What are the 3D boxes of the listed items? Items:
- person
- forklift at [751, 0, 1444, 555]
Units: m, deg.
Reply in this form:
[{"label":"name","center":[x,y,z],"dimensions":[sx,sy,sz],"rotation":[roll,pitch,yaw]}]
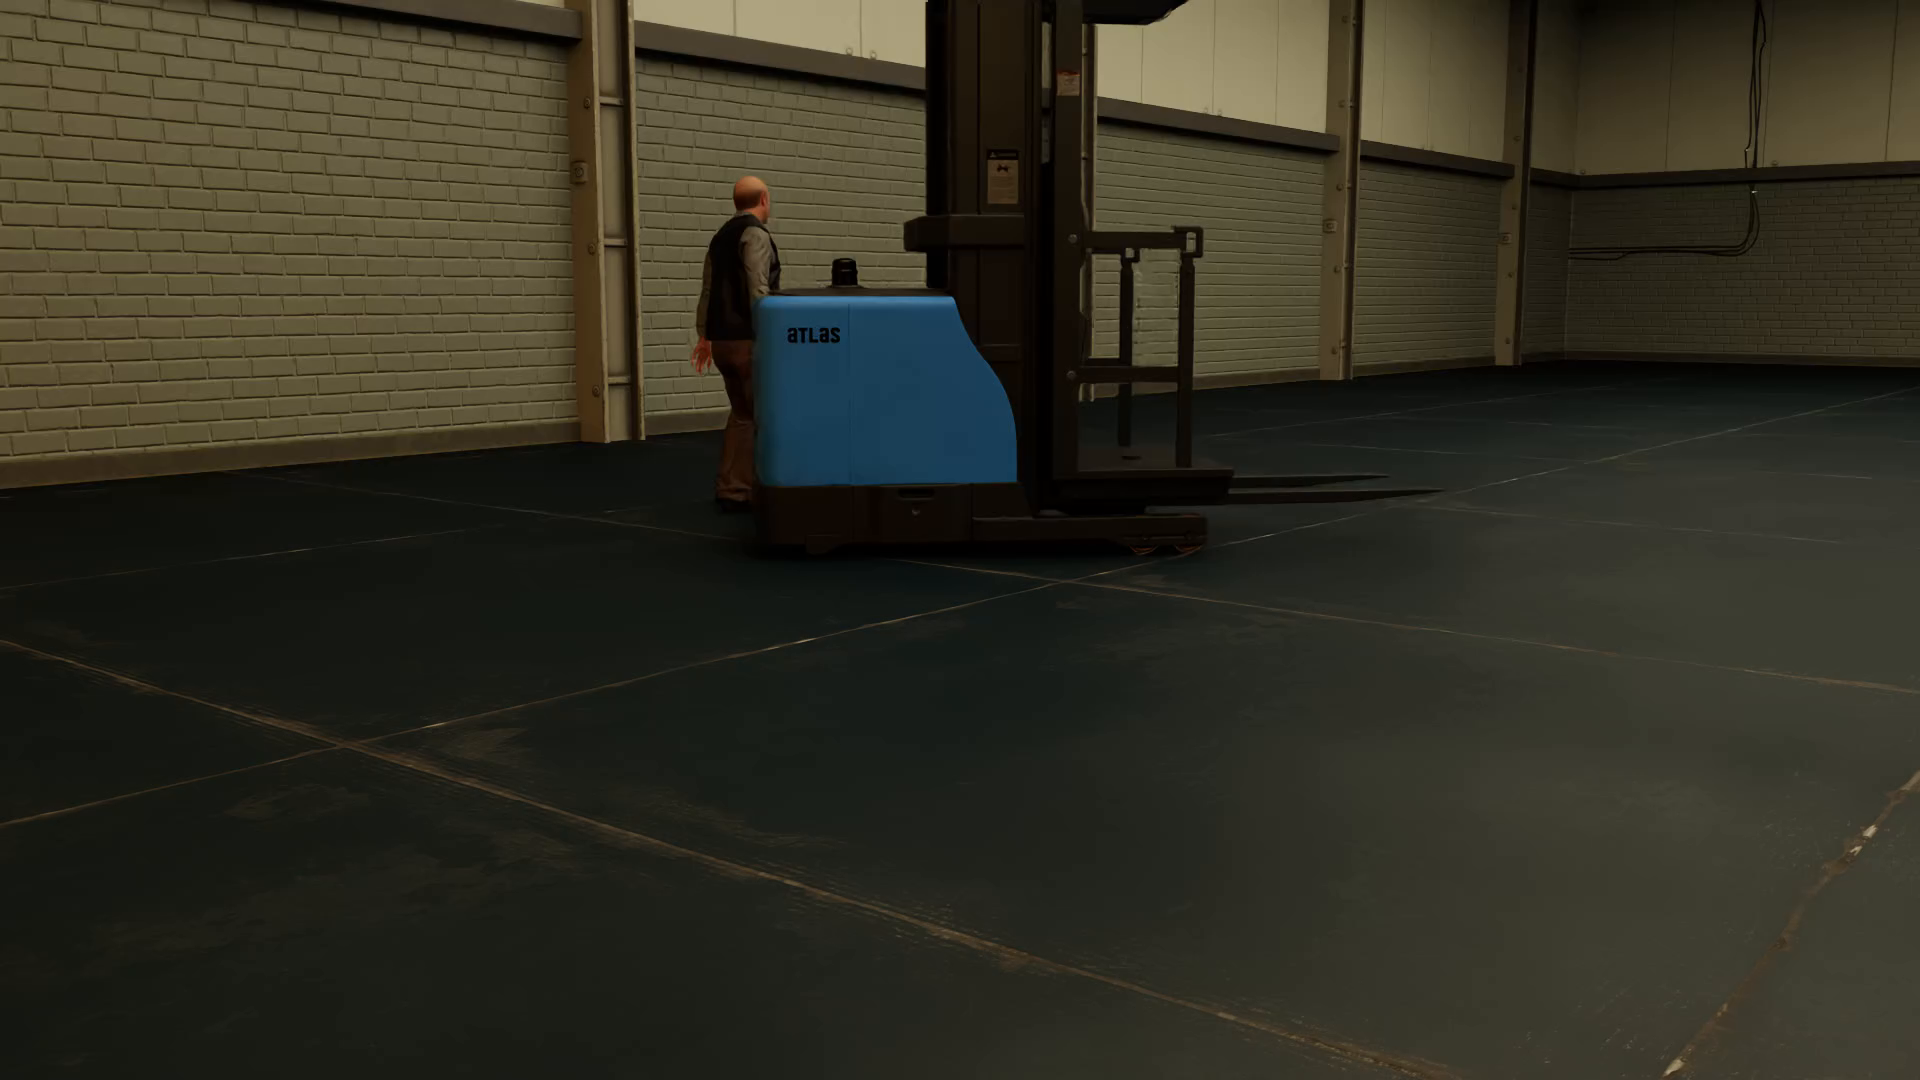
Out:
[{"label":"person","center":[-1.110,-0.991,8.451],"dimensions":[0.407,1.693,0.850],"rotation":[-5,10,-32]},{"label":"forklift","center":[0.603,-1.465,7.294],"dimensions":[3.031,2.935,1.130],"rotation":[-1,8,-9]}]
